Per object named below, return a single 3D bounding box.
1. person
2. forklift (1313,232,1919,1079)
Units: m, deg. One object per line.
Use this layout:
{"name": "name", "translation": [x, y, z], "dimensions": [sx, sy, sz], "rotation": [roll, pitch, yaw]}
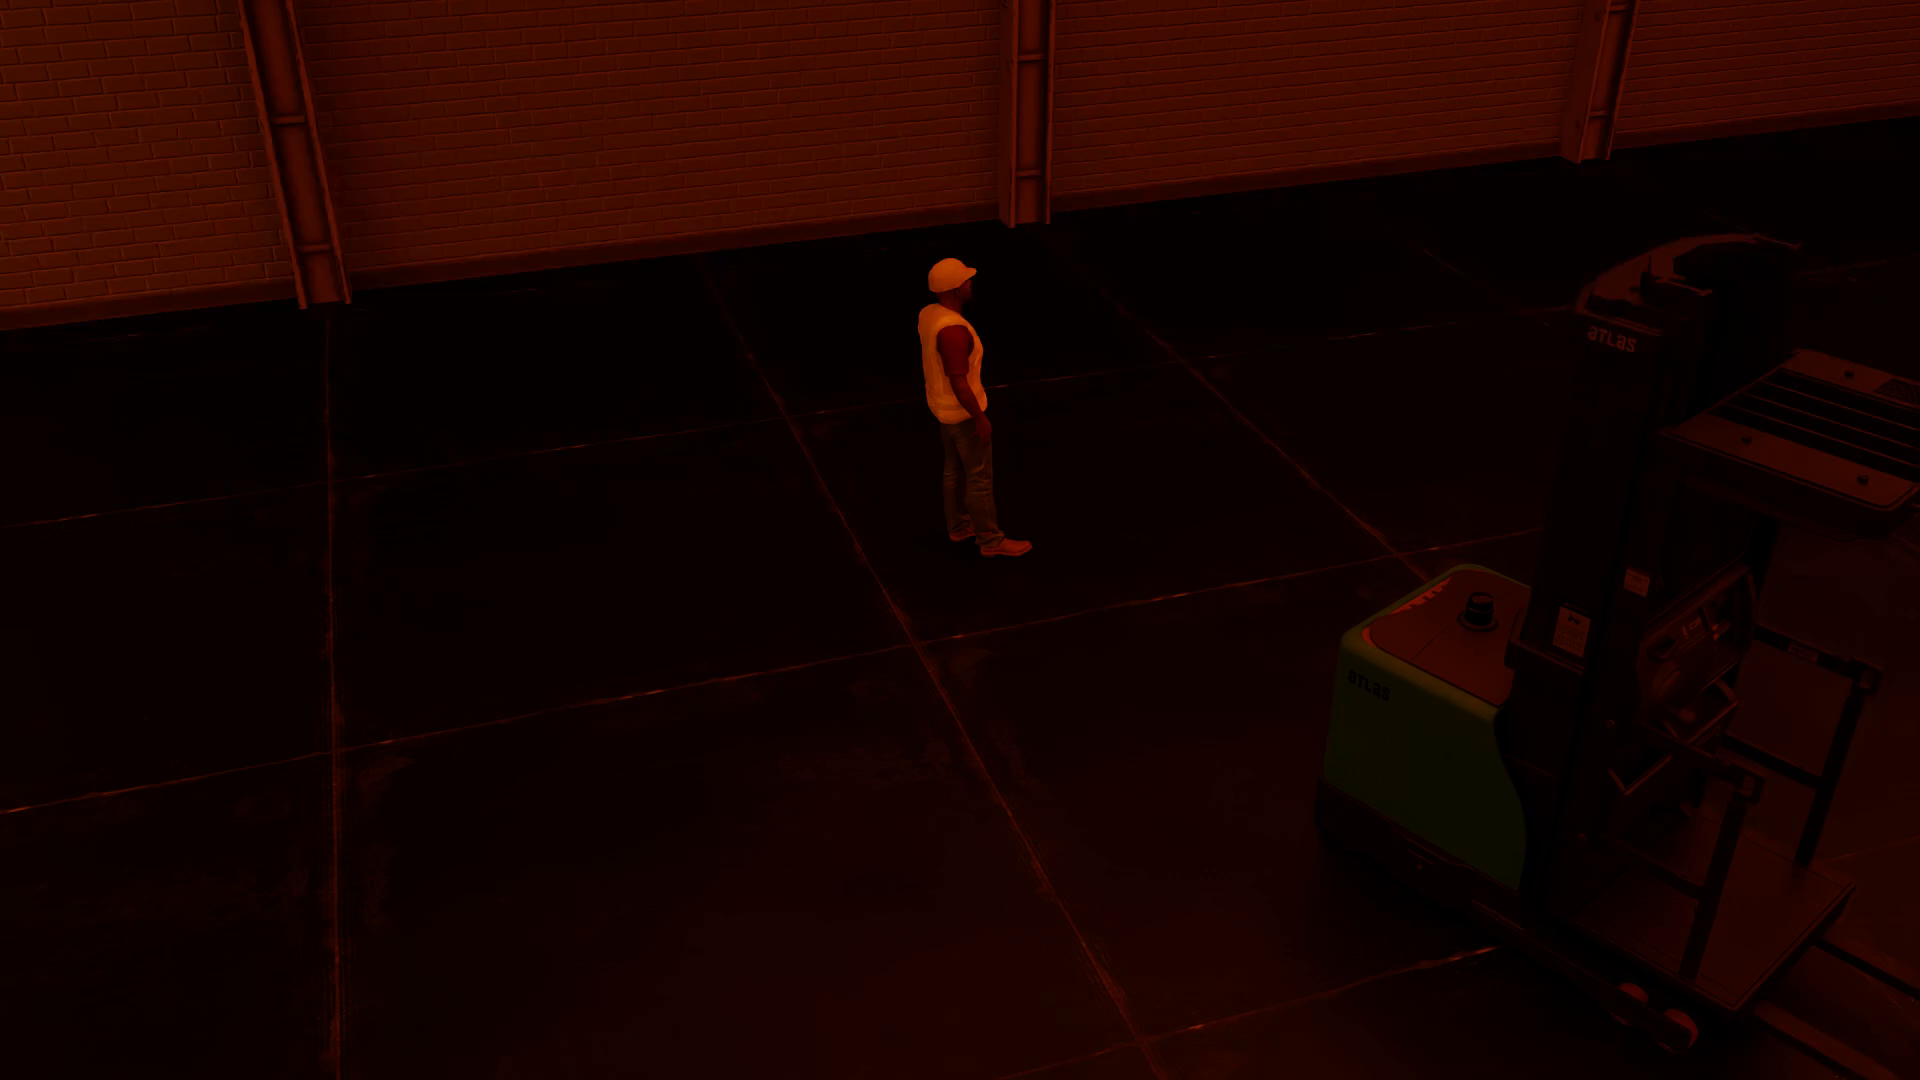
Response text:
{"name": "person", "translation": [0.068, -0.780, 9.596], "dimensions": [0.577, 1.765, 0.665], "rotation": [-10, 31, -16]}
{"name": "forklift", "translation": [2.987, 0.453, 6.300], "dimensions": [1.130, 2.935, 3.031], "rotation": [-24, 38, -35]}
